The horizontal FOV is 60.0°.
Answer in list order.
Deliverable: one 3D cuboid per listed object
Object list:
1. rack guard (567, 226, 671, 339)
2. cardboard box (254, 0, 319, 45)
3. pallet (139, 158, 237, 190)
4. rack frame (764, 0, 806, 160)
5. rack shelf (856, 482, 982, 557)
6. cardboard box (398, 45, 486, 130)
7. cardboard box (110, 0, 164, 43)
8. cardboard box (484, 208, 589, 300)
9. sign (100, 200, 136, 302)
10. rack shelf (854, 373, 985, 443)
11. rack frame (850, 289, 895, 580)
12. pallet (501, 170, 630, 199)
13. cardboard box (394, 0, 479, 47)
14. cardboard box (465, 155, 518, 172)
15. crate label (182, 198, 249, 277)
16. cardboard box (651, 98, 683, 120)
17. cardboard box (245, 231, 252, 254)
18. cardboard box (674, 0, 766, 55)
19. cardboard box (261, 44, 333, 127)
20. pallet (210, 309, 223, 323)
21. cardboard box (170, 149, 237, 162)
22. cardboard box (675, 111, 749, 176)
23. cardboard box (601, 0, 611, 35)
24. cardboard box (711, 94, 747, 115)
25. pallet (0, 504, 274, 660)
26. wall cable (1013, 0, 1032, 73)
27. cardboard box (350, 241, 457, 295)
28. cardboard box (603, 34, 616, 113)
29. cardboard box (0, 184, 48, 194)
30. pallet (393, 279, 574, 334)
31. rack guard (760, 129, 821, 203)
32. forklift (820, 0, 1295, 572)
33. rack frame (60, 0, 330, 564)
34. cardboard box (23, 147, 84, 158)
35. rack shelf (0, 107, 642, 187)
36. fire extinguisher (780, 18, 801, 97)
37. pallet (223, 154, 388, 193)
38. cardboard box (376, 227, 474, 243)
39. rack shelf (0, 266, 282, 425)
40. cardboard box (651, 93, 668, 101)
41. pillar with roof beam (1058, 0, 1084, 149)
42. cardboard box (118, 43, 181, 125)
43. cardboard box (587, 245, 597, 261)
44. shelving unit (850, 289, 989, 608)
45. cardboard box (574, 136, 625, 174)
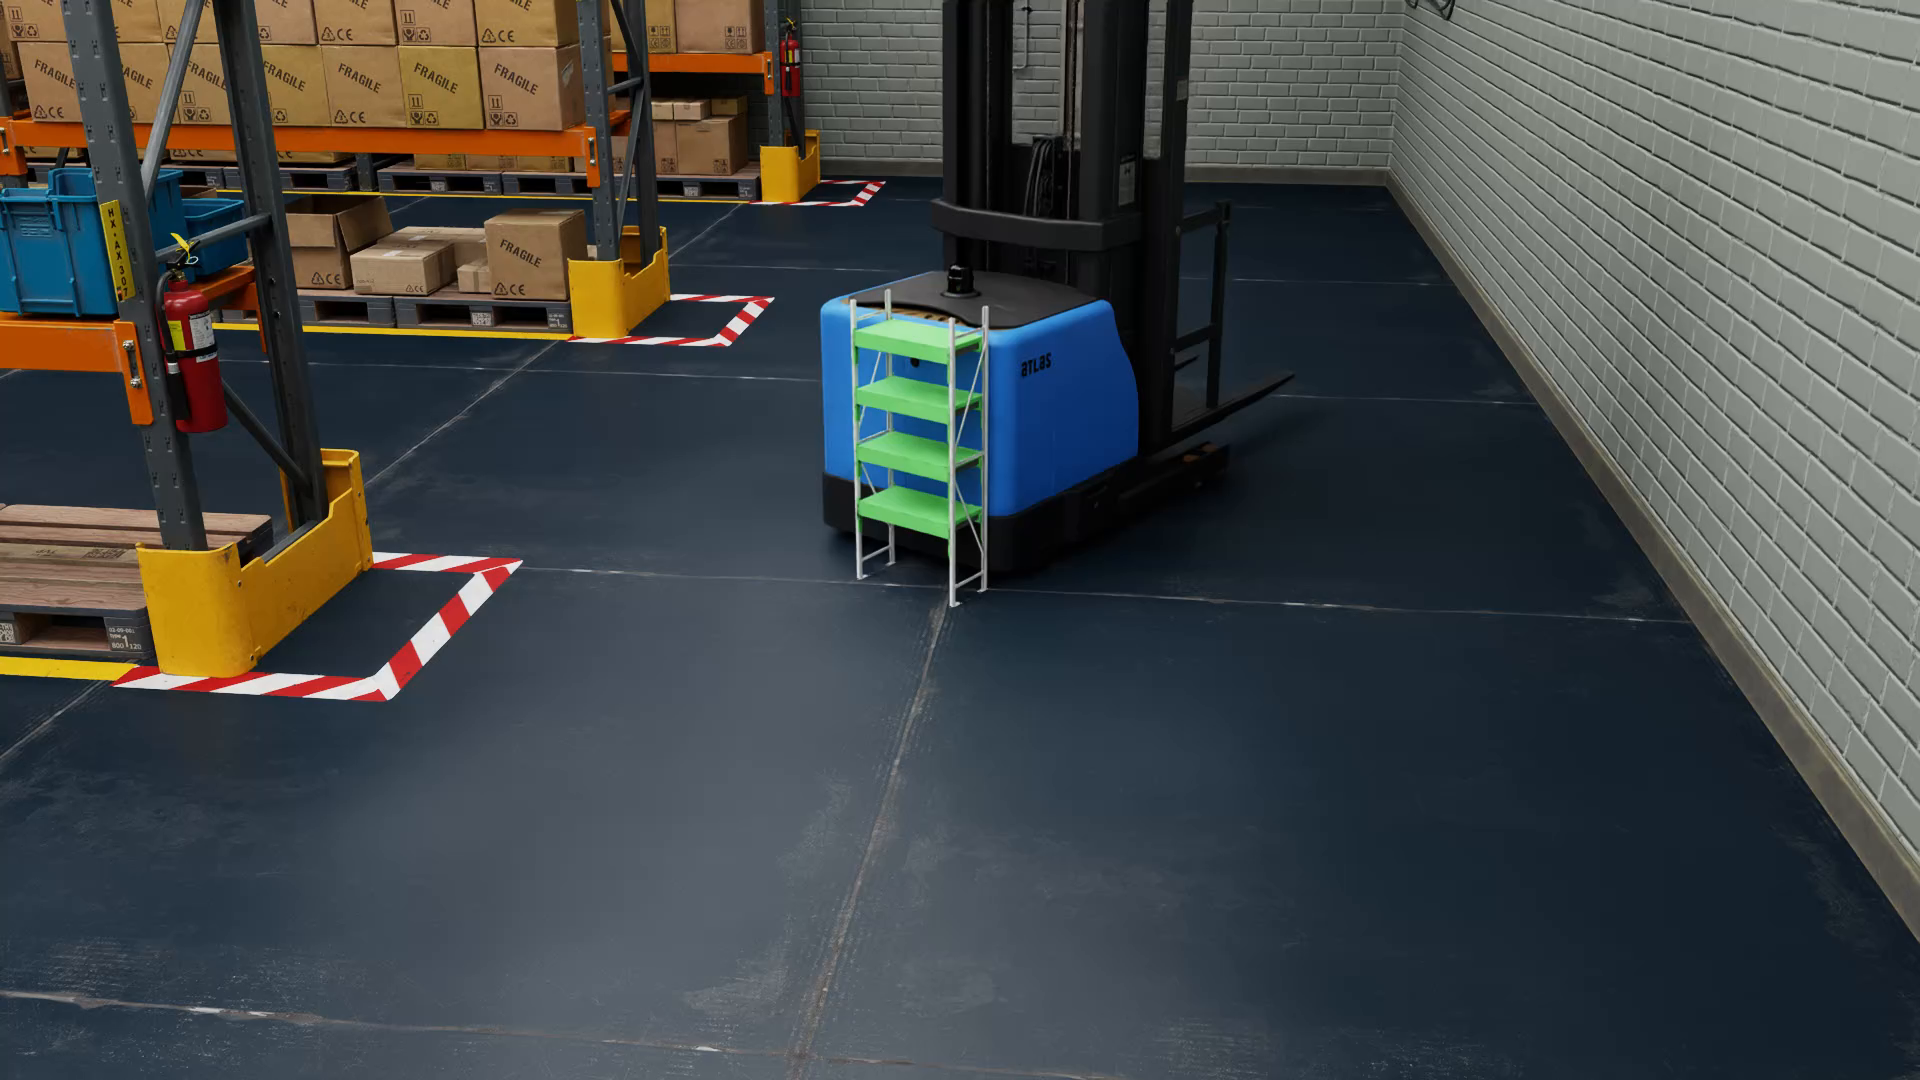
[{"bbox_3d":[-2.275,-1.748,11.180,0.348,0.500,1.175,2,22,6],"label":"rack guard"},{"bbox_3d":[-4.202,-3.402,10.468,0.500,0.500,0.500,3,22,8],"label":"cardboard box"},{"bbox_3d":[-7.583,-3.650,16.384,1.213,0.211,1.003,2,22,6],"label":"pallet"},{"bbox_3d":[-1.621,-4.716,15.288,0.127,3.000,1.000,2,22,6],"label":"rack frame"},{"bbox_3d":[-0.161,-0.088,6.858,0.480,0.148,0.258,15,26,34],"label":"rack shelf"},{"bbox_3d":[-3.192,-2.895,10.545,0.500,0.500,0.500,3,22,7],"label":"cardboard box"},{"bbox_3d":[-5.225,-3.446,10.581,0.500,0.500,0.500,2,22,5],"label":"cardboard box"},{"bbox_3d":[-2.769,-1.883,10.923,0.500,0.500,0.500,2,22,6],"label":"cardboard box"},{"bbox_3d":[-2.835,-0.973,5.599,0.005,0.325,0.100,2,22,6],"label":"sign"},{"bbox_3d":[-0.161,-0.535,6.681,0.480,0.148,0.258,15,26,34],"label":"rack shelf"},{"bbox_3d":[-0.358,-0.424,6.881,0.015,1.200,0.240,15,26,34],"label":"rack frame"},{"bbox_3d":[-3.632,-3.479,15.951,1.213,0.211,1.003,2,22,6],"label":"pallet"},{"bbox_3d":[-3.176,-3.359,10.360,0.500,0.500,0.500,3,22,8],"label":"cardboard box"},{"bbox_3d":[-4.364,-3.829,15.873,0.500,0.500,0.700,2,22,6],"label":"cardboard box"},{"bbox_3d":[-2.993,-1.179,6.489,0.303,0.233,0.416,2,22,6],"label":"crate label"},{"bbox_3d":[-2.730,-3.994,15.408,0.250,0.149,0.380,3,22,8],"label":"cardboard box"},{"bbox_3d":[-4.828,-2.081,11.681,0.500,0.311,0.500,2,22,6],"label":"cardboard box"},{"bbox_3d":[-2.128,-4.874,15.279,0.700,0.700,0.980,3,22,9],"label":"cardboard box"},{"bbox_3d":[-4.188,-2.940,10.660,0.500,0.500,0.500,2,22,6],"label":"cardboard box"},{"bbox_3d":[-5.490,-1.753,11.587,1.213,0.211,1.003,2,22,6],"label":"pallet"},{"bbox_3d":[-7.137,-4.102,16.089,0.750,0.750,0.750,3,22,8],"label":"cardboard box"},{"bbox_3d":[-2.328,-3.742,15.654,0.500,0.500,0.700,2,22,6],"label":"cardboard box"},{"bbox_3d":[-2.610,-3.534,10.802,0.500,0.500,0.500,3,22,8],"label":"cardboard box"},{"bbox_3d":[-2.180,-4.111,15.706,0.250,0.149,0.380,3,22,7],"label":"cardboard box"},{"bbox_3d":[-3.601,0.148,6.777,1.213,0.211,1.003,2,22,6],"label":"pallet"},{"bbox_3d":[-0.238,-5.478,15.834,1.851,1.984,0.084,2,22,6],"label":"wall cable"},{"bbox_3d":[-3.709,-1.818,11.101,0.500,0.250,0.500,2,22,6],"label":"cardboard box"},{"bbox_3d":[-2.610,-3.069,10.986,0.500,0.500,0.500,3,22,7],"label":"cardboard box"},{"bbox_3d":[-6.624,-2.232,11.807,0.500,0.500,0.500,2,22,4],"label":"cardboard box"},{"bbox_3d":[-3.067,-1.647,11.320,1.213,0.211,1.003,2,22,6],"label":"pallet"},{"bbox_3d":[-1.597,-3.552,15.745,0.348,0.500,1.175,2,22,6],"label":"rack guard"},{"bbox_3d":[0.673,-1.708,7.774,1.130,2.935,3.031,15,26,34],"label":"forklift"},{"bbox_3d":[-2.787,-1.099,6.139,0.127,3.000,1.000,2,22,6],"label":"rack frame"},{"bbox_3d":[-8.850,-4.178,16.280,0.750,0.750,0.750,2,22,6],"label":"cardboard box"},{"bbox_3d":[-4.186,-2.659,11.064,4.000,0.370,1.077,2,22,6],"label":"rack shelf"},{"bbox_3d":[-1.525,-4.331,14.928,0.183,0.674,0.296,2,22,6],"label":"fire extinguisher"},{"bbox_3d":[-6.368,-3.598,16.253,1.213,0.211,1.003,2,22,6],"label":"pallet"},{"bbox_3d":[-3.700,-2.003,11.568,0.500,0.250,0.500,2,22,6],"label":"cardboard box"},{"bbox_3d":[-4.773,-0.850,6.490,4.000,0.370,1.077,2,22,6],"label":"rack shelf"},{"bbox_3d":[-2.932,-4.144,15.789,0.250,0.149,0.380,3,22,7],"label":"cardboard box"},{"bbox_3d":[0.656,-6.133,10.712,0.400,9.000,9.100,2,22,6],"label":"pillar with roof beam"},{"bbox_3d":[-5.189,-2.984,10.771,0.500,0.500,0.500,3,22,7],"label":"cardboard box"},{"bbox_3d":[-2.575,-1.929,11.519,0.250,0.149,0.380,2,22,6],"label":"cardboard box"},{"bbox_3d":[-0.161,-0.371,6.746,0.503,1.200,0.258,15,26,34],"label":"shelving unit"},{"bbox_3d":[-3.324,-3.785,15.763,0.500,0.500,0.700,2,22,5],"label":"cardboard box"}]
